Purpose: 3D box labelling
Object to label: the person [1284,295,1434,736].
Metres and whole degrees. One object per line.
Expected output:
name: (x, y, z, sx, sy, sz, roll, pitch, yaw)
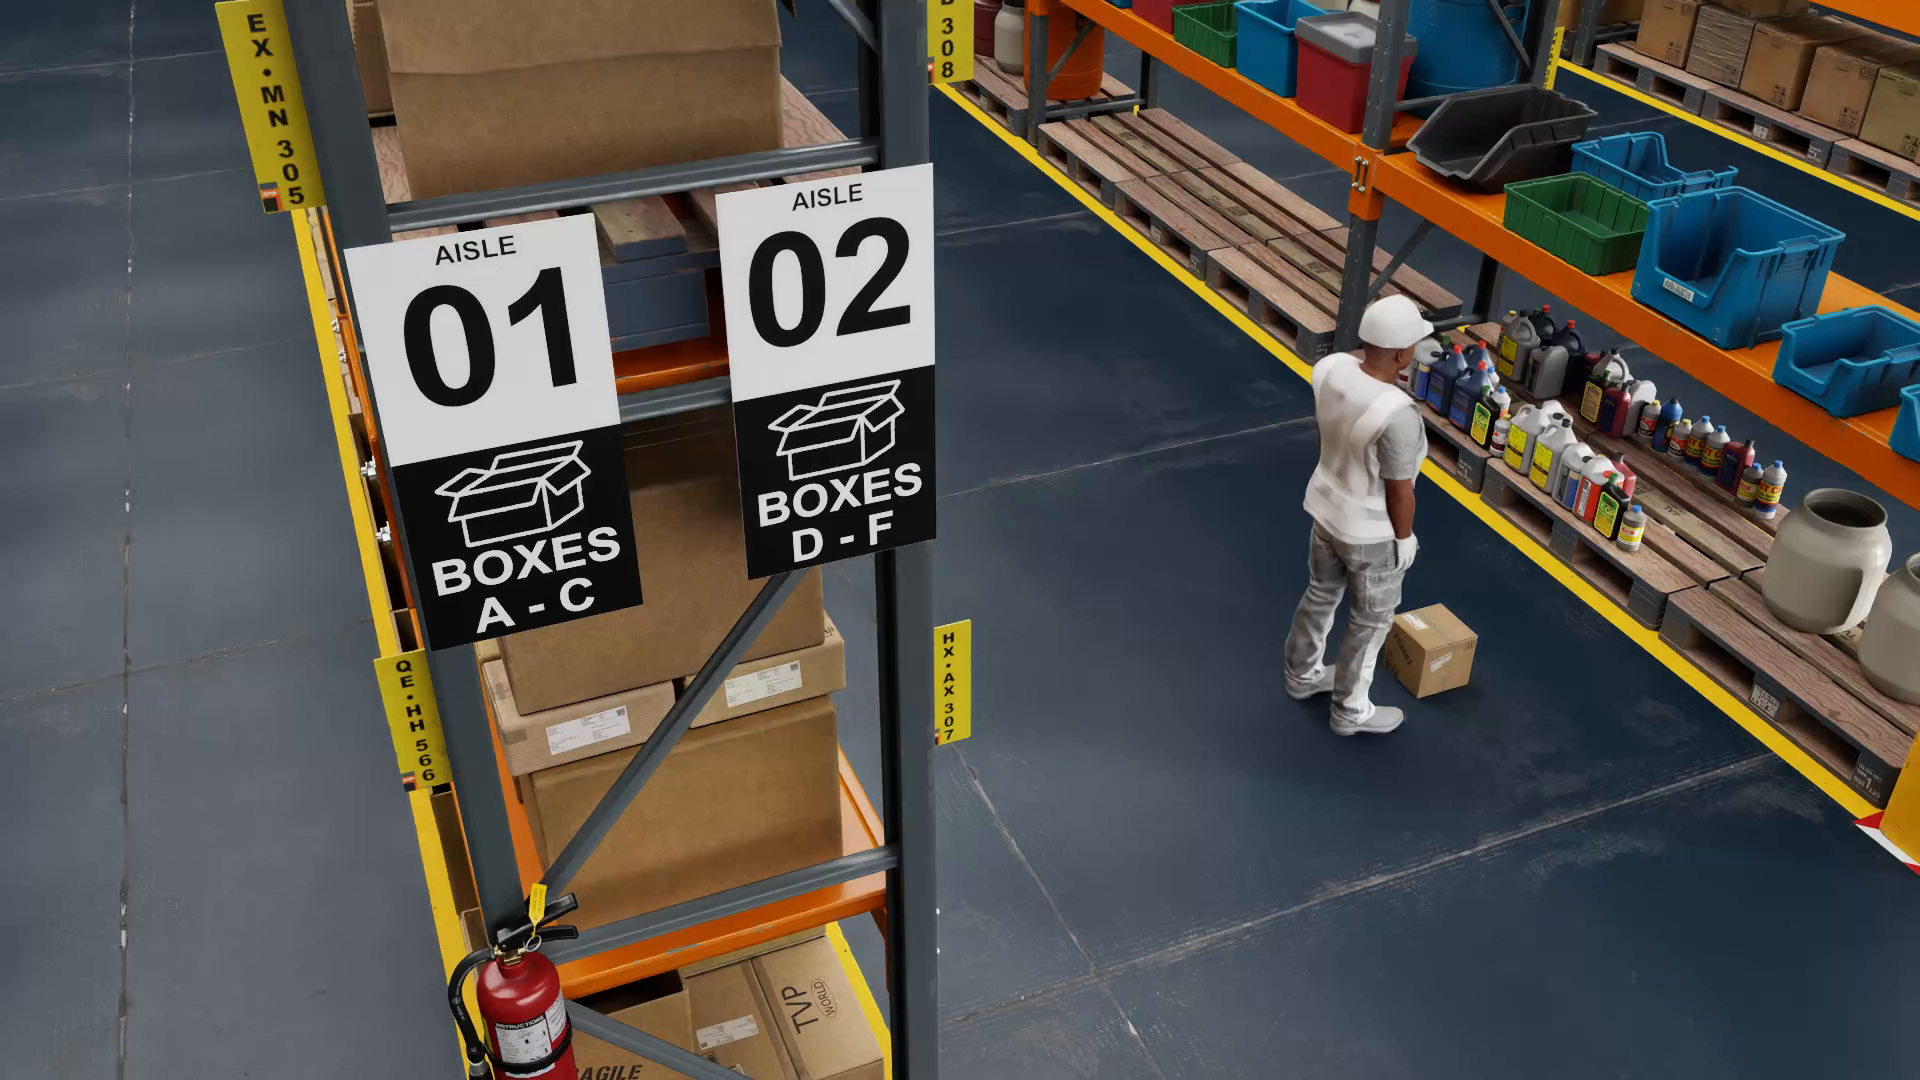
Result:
person: (1.512, -0.092, 6.260, 0.390, 1.787, 0.550, -12, 35, -18)
